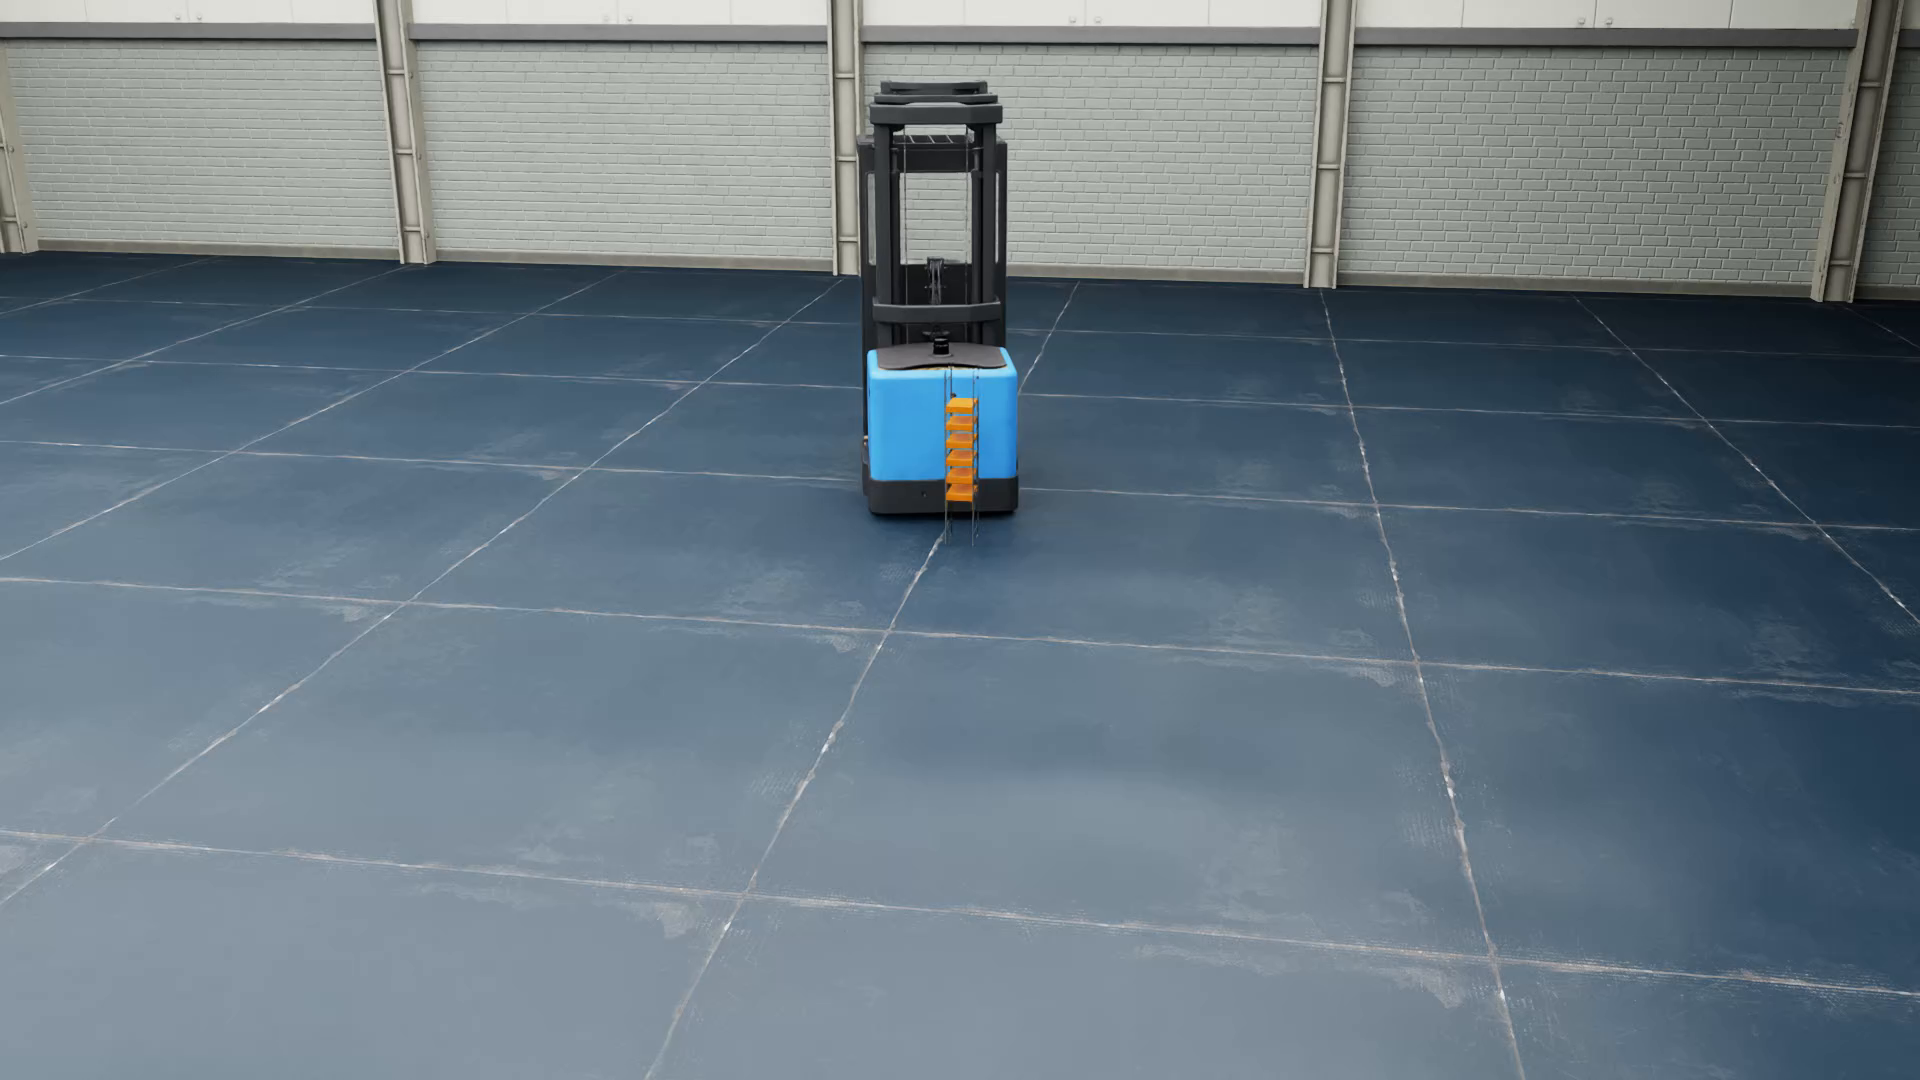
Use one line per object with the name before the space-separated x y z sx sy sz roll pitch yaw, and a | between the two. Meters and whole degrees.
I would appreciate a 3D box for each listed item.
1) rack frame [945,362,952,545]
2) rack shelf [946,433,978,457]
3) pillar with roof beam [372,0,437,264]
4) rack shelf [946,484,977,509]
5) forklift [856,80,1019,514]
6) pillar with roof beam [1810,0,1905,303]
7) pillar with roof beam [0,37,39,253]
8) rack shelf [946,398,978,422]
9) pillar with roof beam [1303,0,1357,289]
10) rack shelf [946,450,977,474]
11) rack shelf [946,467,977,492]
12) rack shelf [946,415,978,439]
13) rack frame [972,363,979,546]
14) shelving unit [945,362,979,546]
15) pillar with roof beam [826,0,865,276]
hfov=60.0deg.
rack frame | -0.076 -0.573 11.124 0.006 1.200 0.240 3 19 9
rack shelf | 0.014 -0.640 11.087 0.180 0.103 0.258 3 19 9
pillar with roof beam | -8.034 -6.698 17.140 0.400 9.000 9.100 3 19 9
rack shelf | 0.014 -0.299 11.201 0.180 0.103 0.258 3 19 9
forklift | -0.217 -1.993 12.642 1.130 2.935 3.031 -1 19 -4
pillar with roof beam | 9.738 -5.792 14.432 0.400 9.000 9.100 3 19 9
pillar with roof beam | -13.959 -7.000 18.042 0.400 9.000 9.100 3 19 9
rack shelf | 0.014 -0.868 11.010 0.180 0.103 0.258 3 19 9
pillar with roof beam | 3.814 -6.094 15.335 0.400 9.000 9.100 3 19 9
rack shelf | 0.014 -0.526 11.125 0.180 0.103 0.258 3 19 9
rack shelf | 0.014 -0.412 11.163 0.180 0.103 0.258 3 19 9
rack shelf | 0.014 -0.754 11.048 0.180 0.103 0.258 3 19 9
rack frame | 0.105 -0.564 11.097 0.006 1.200 0.240 3 19 9
shelving unit | 0.014 -0.568 11.111 0.189 1.200 0.258 3 19 9
pillar with roof beam | -2.110 -6.396 16.237 0.400 9.000 9.100 3 19 9
